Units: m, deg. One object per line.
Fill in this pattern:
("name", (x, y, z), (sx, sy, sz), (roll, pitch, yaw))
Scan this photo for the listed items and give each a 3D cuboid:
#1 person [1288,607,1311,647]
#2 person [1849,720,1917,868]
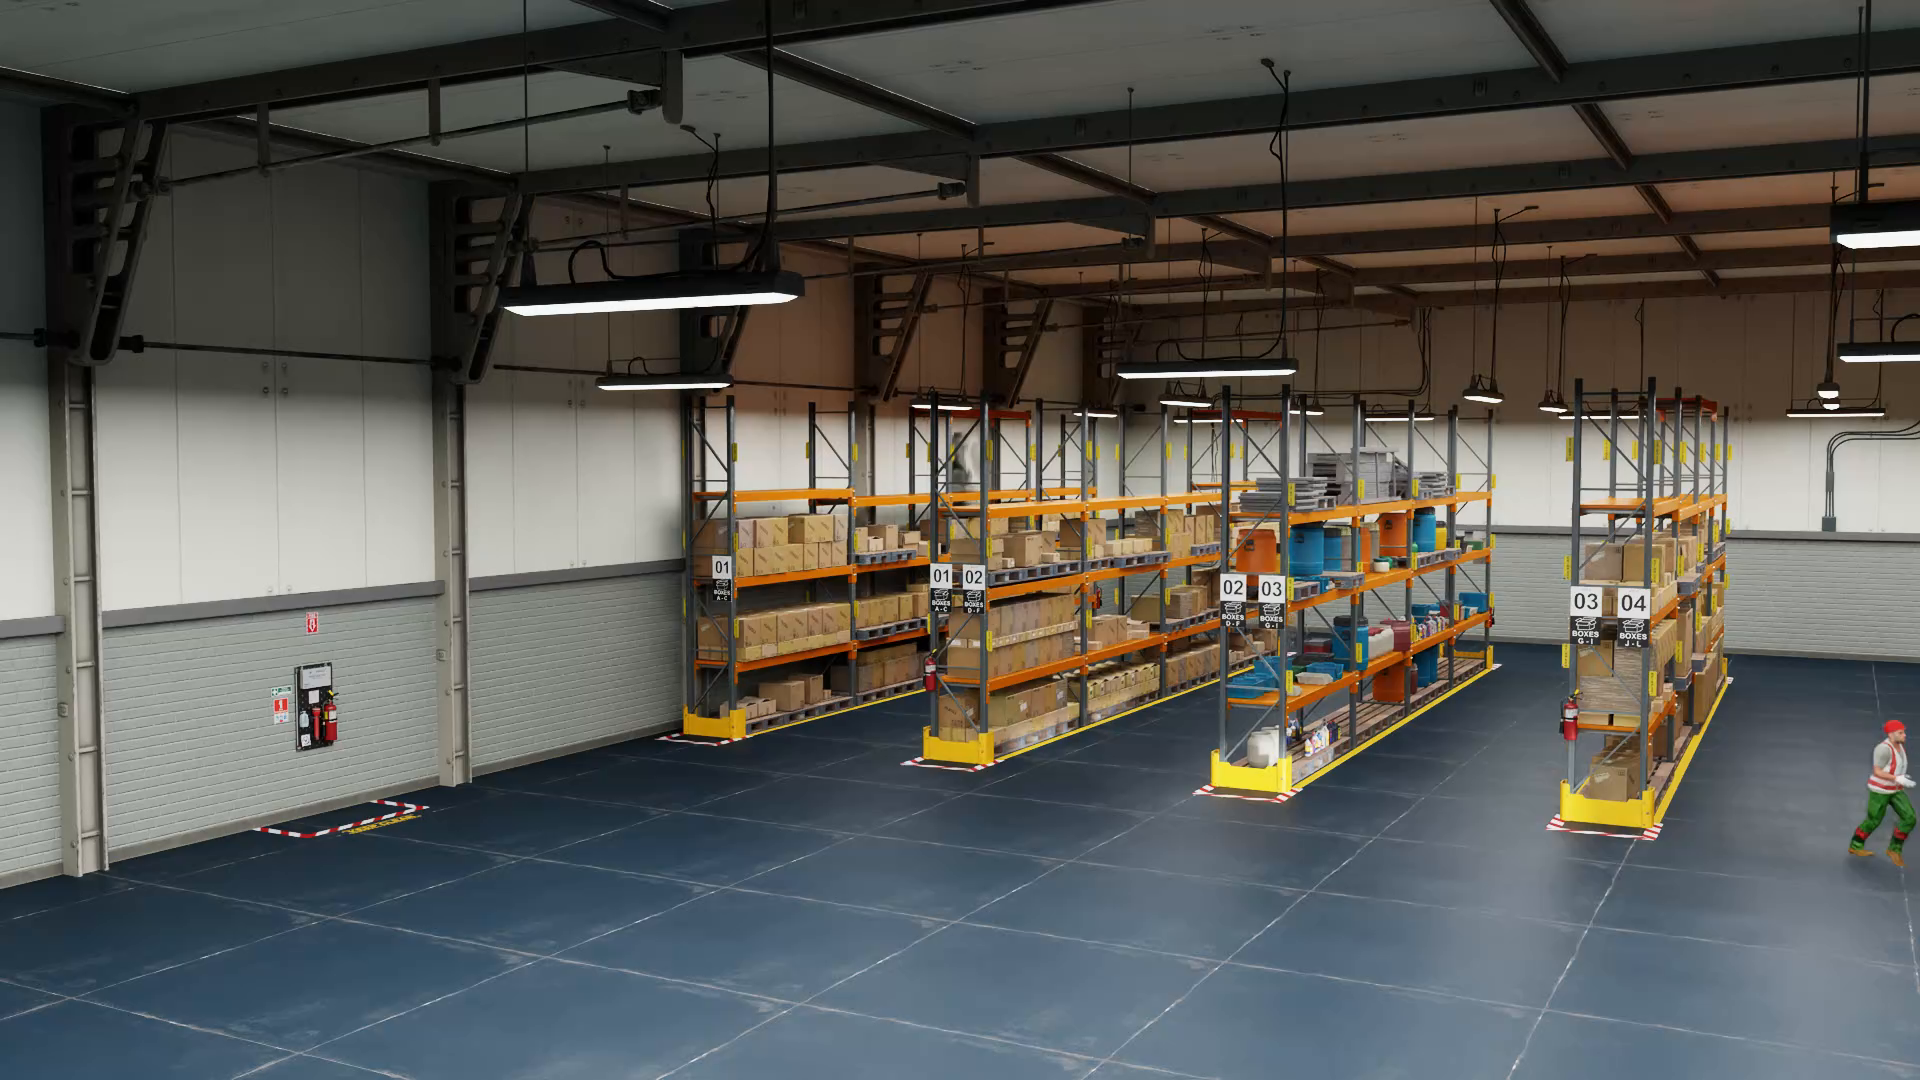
("person", (8.497, 2.041, 41.638), (0.575, 1.594, 0.679), (-3, 4, -43))
("person", (11.241, 3.067, 20.156), (0.586, 1.807, 0.850), (-2, 3, -27))
